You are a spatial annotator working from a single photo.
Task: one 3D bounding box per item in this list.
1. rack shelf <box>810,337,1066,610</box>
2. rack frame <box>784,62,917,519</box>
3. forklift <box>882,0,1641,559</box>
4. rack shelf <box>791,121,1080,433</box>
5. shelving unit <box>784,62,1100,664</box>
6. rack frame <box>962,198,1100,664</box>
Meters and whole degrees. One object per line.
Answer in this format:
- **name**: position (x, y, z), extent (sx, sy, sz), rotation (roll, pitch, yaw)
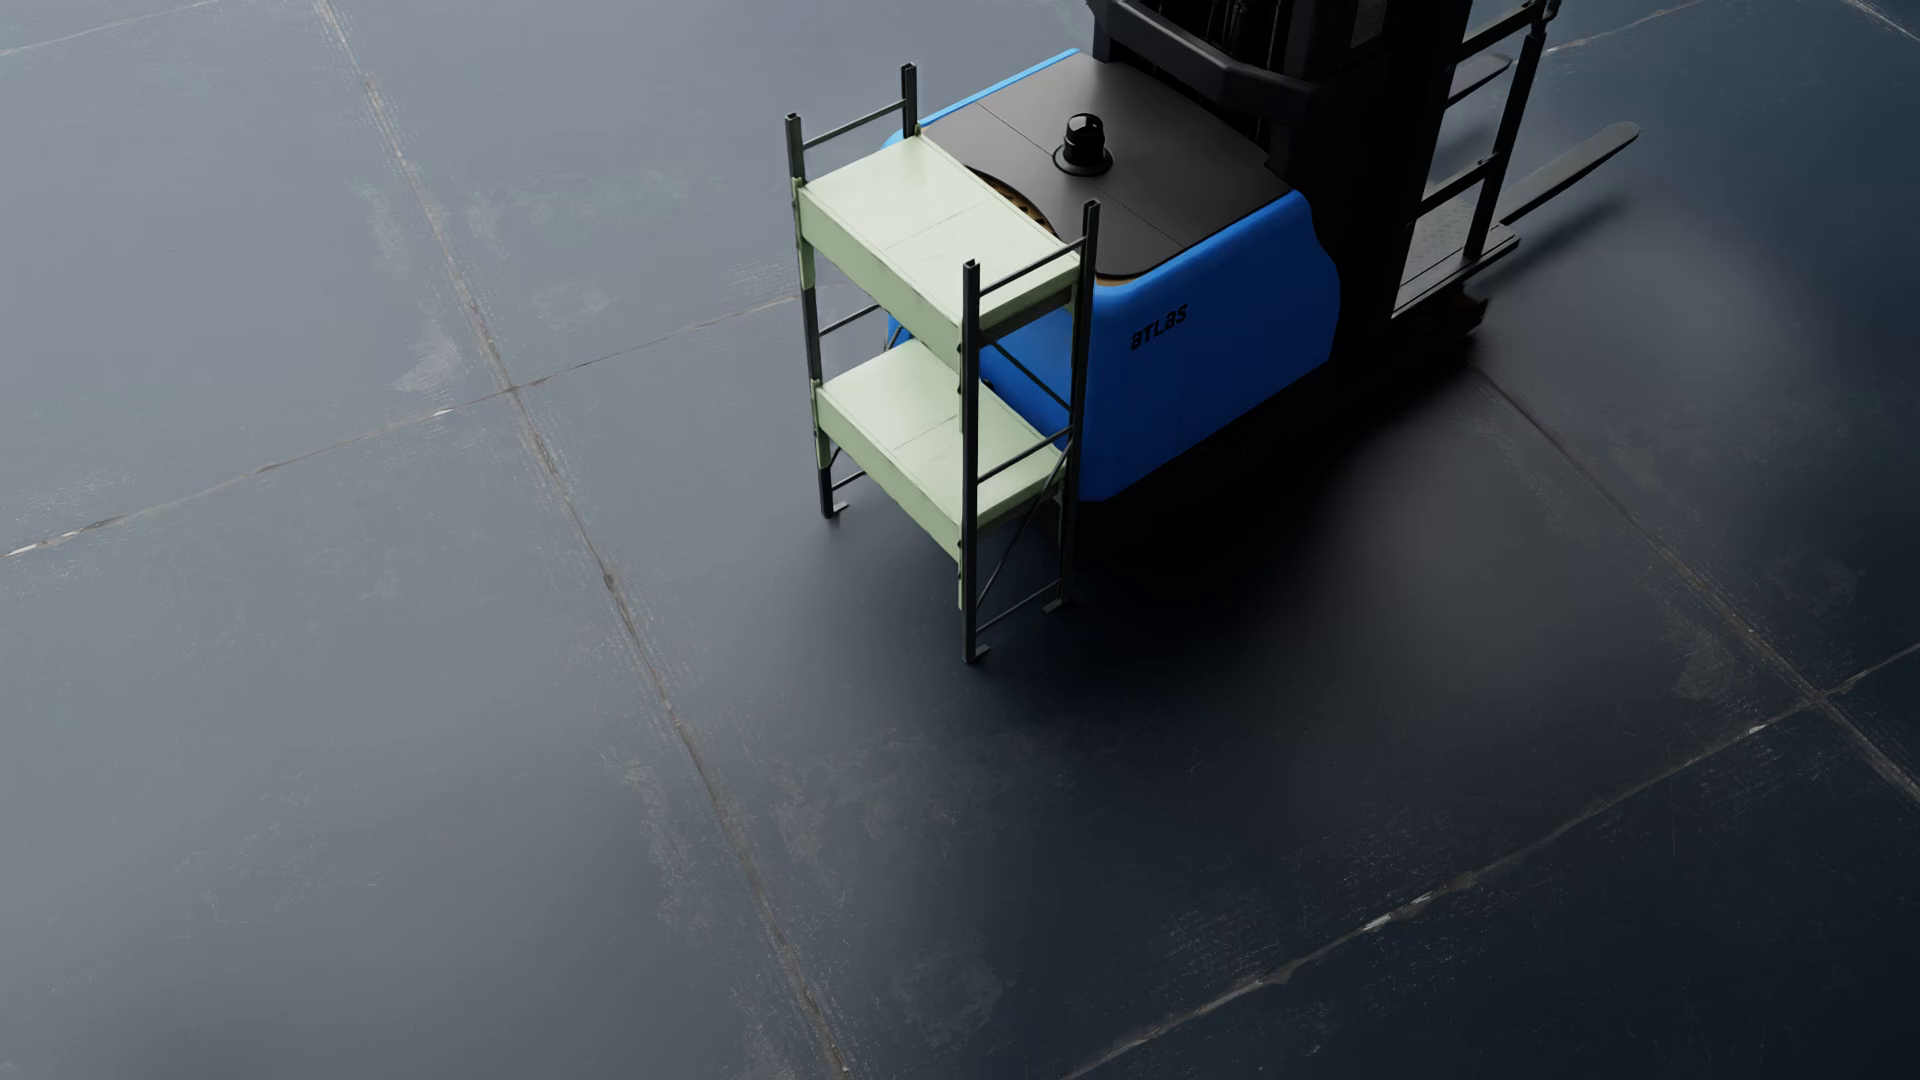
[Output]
- **rack shelf**: position (-0.054, -0.228, 4.886), extent (0.431, 0.370, 0.720), rotation (-30, 55, -24)
- **rack frame**: position (-0.279, -0.660, 4.831), extent (0.400, 1.500, 0.023), rotation (-30, 55, -24)
- **forklift**: position (1.212, -1.853, 4.924), extent (3.031, 2.935, 1.130), rotation (-32, 56, -25)
- **rack shelf**: position (-0.054, -0.699, 4.347), extent (0.431, 0.370, 0.720), rotation (-30, 55, -24)
- **shelving unit**: position (-0.054, -0.442, 4.640), extent (0.431, 1.500, 0.755), rotation (-30, 55, -24)
- **rack frame**: position (0.170, -0.225, 4.450), extent (0.400, 1.500, 0.023), rotation (-30, 55, -24)
